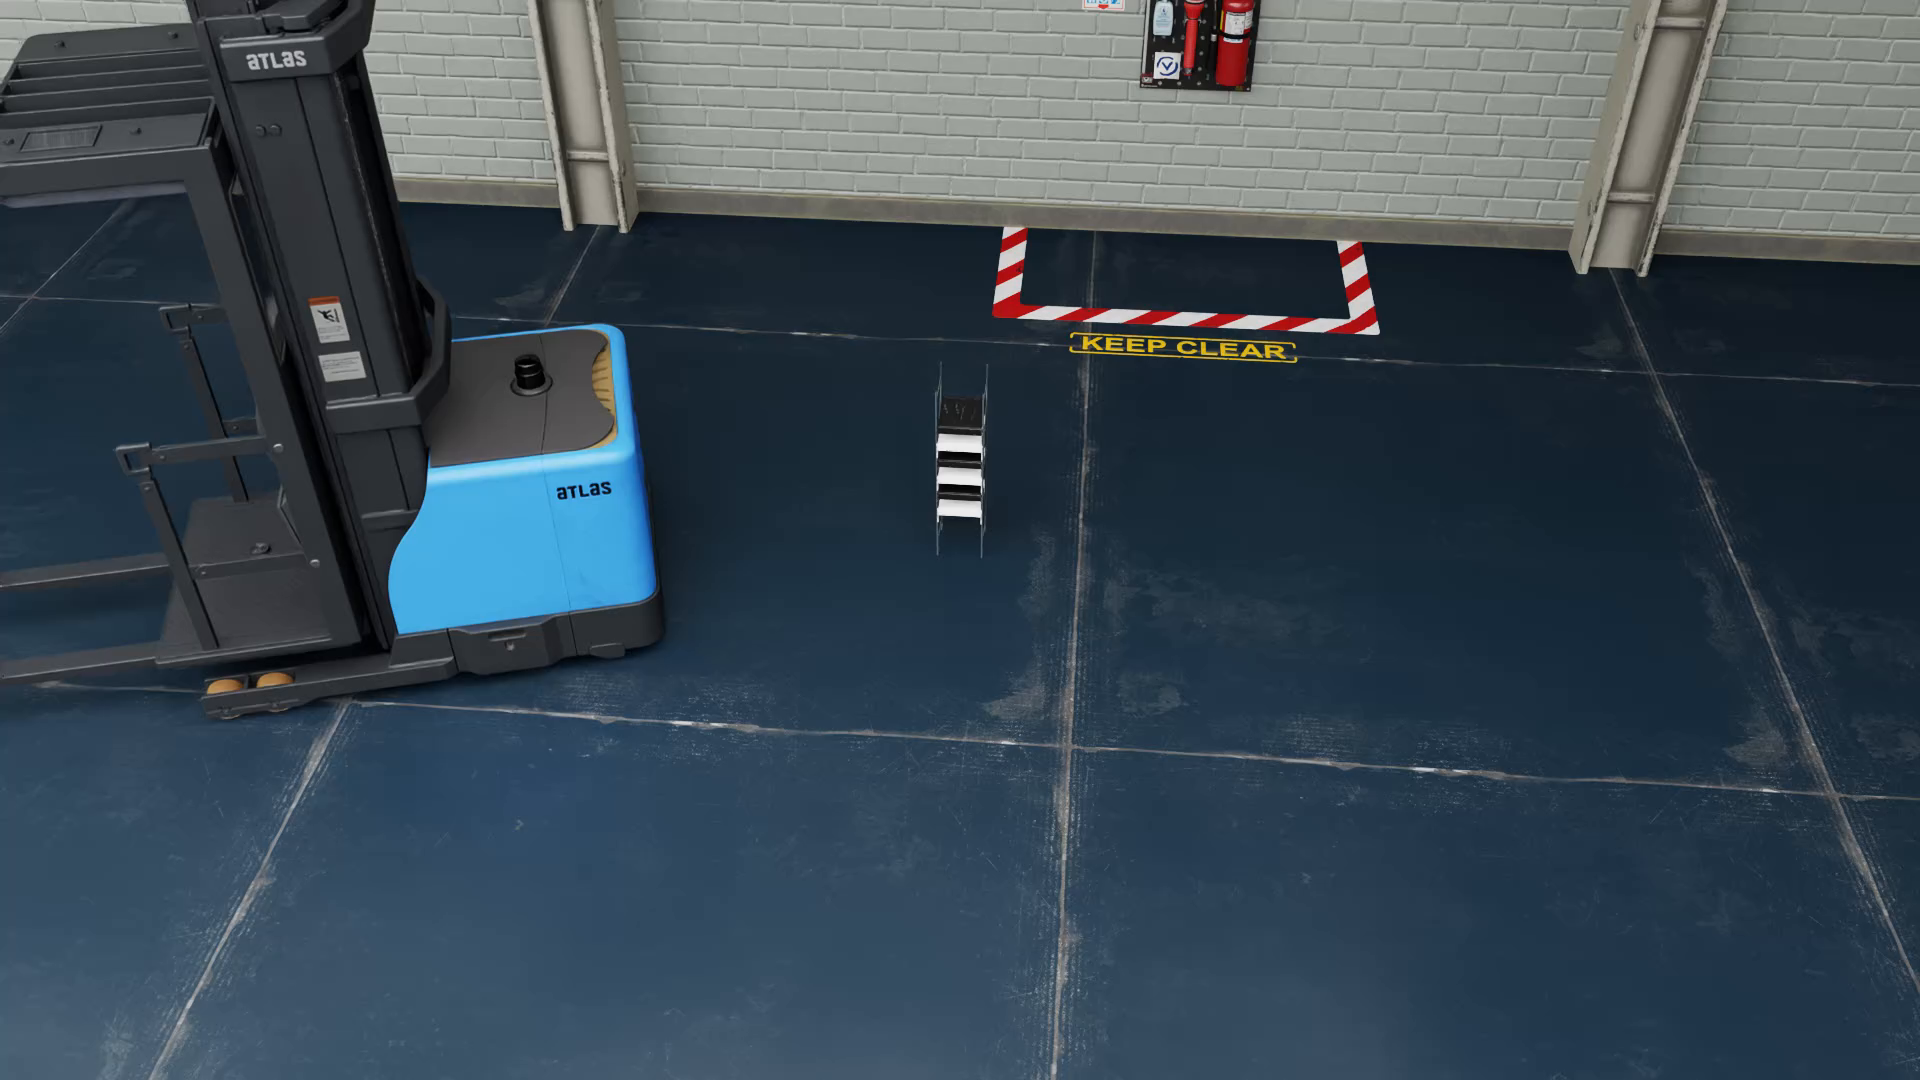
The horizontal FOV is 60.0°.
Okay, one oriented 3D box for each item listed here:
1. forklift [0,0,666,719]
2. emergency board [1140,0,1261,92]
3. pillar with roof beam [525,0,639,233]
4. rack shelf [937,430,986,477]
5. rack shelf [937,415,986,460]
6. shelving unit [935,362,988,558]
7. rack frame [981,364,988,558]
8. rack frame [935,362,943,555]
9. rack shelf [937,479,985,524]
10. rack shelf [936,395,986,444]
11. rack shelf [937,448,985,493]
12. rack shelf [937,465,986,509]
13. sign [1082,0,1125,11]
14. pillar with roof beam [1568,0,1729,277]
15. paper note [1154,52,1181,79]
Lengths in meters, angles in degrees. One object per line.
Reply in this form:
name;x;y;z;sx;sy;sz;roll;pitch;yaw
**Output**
forklift;-2.837;-0.767;6.370;3.031;2.935;1.130;-8;40;-9
emergency board;1.335;-2.954;9.003;0.643;1.169;0.194;3;39;4
pillar with roof beam;-2.555;-2.742;3.990;0.400;9.000;9.100;3;39;4
rack shelf;0.008;-0.393;7.430;0.200;0.077;0.258;3;39;4
rack shelf;0.008;-0.462;7.373;0.200;0.077;0.258;3;39;4
shelving unit;0.008;-0.349;7.465;0.210;0.900;0.258;3;39;4
rack frame;0.109;-0.343;7.459;0.006;0.900;0.240;3;39;4
rack frame;-0.093;-0.354;7.472;0.006;0.900;0.240;3;39;4
rack shelf;0.008;-0.183;7.600;0.200;0.077;0.258;3;39;4
rack shelf;0.008;-0.532;7.316;0.200;0.077;0.258;3;39;4
rack shelf;0.008;-0.323;7.486;0.200;0.077;0.258;3;39;4
rack shelf;0.008;-0.253;7.543;0.200;0.077;0.258;3;39;4
sign;0.793;-3.063;9.109;0.234;0.329;0.001;3;39;4
pillar with roof beam;3.422;-2.415;3.588;0.400;9.000;9.100;3;39;4
paper note;1.165;-2.666;9.346;0.142;0.148;0.016;3;39;4
